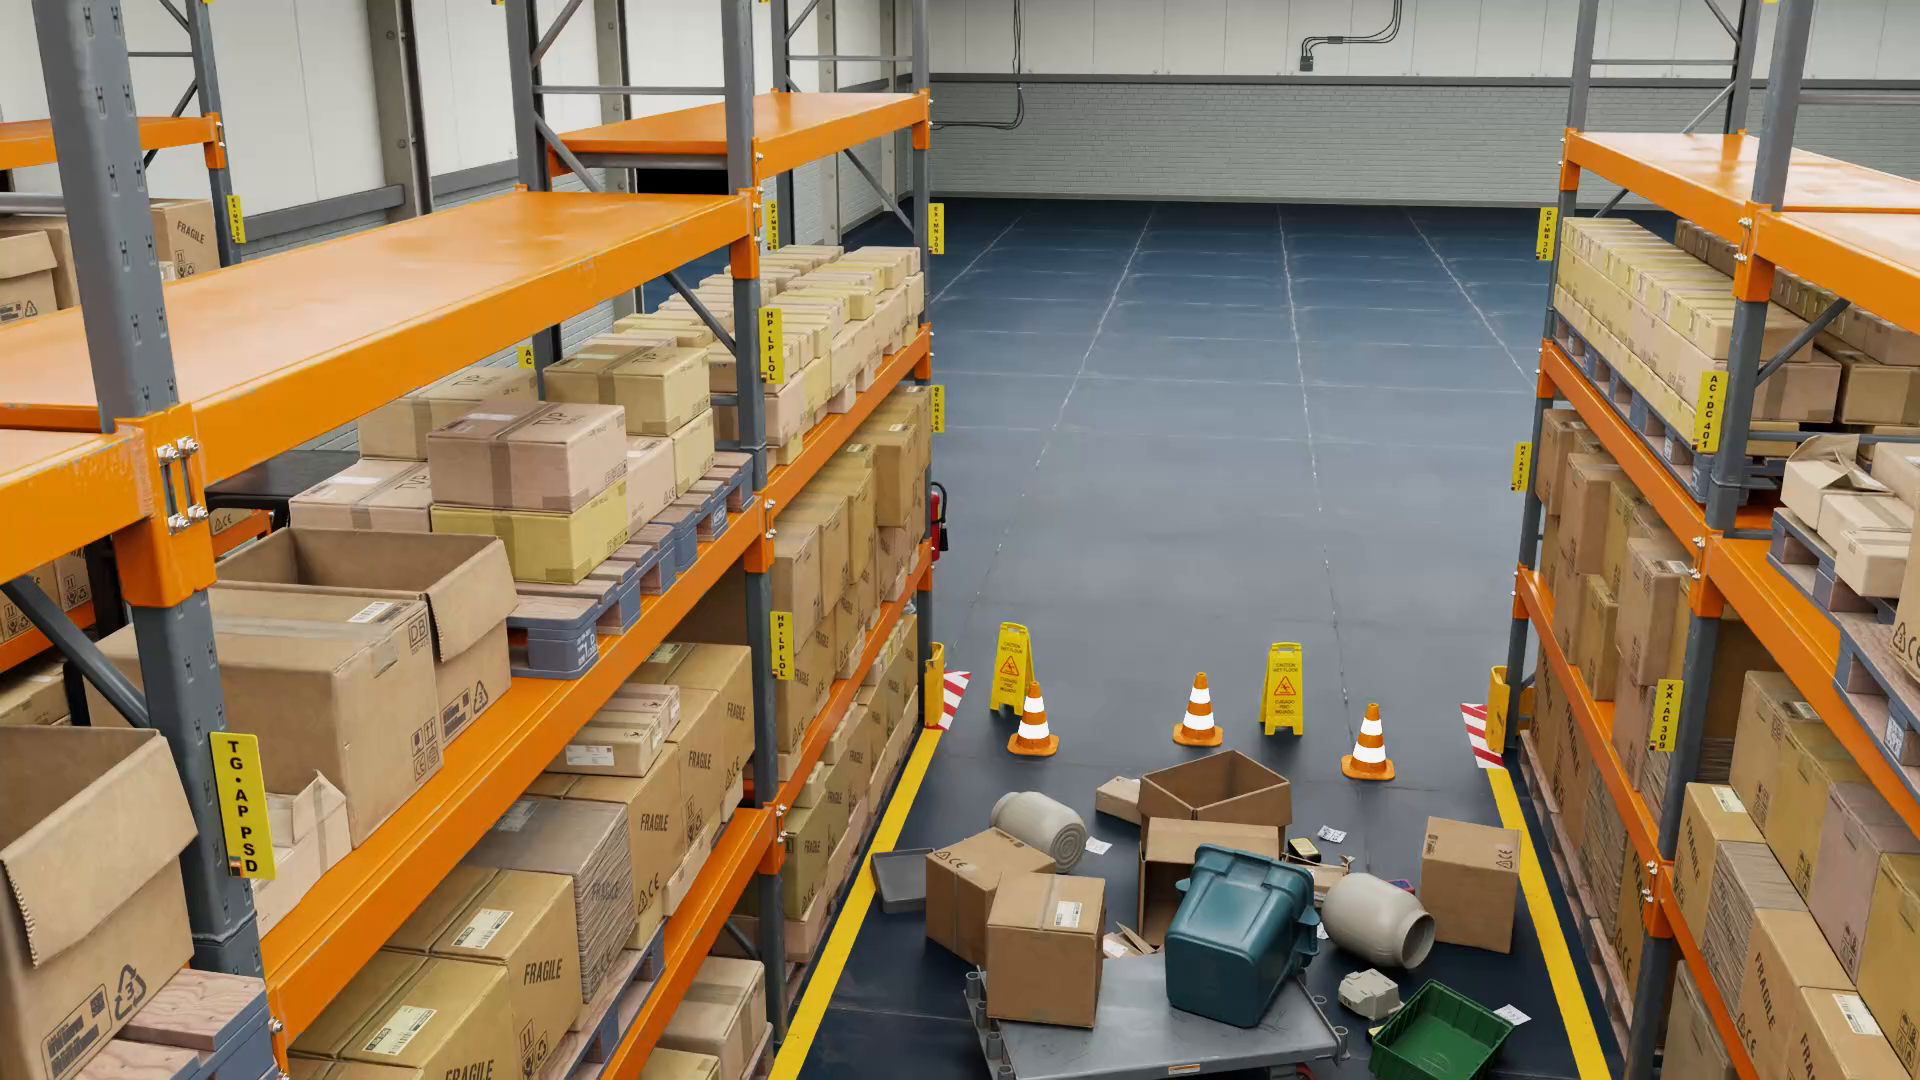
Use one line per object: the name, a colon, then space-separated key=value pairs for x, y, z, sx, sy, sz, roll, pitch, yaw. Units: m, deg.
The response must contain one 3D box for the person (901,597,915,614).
person: x=-0.596 y=-0.178 z=13.622 sx=0.474 sy=1.661 sz=0.327 roll=3 pitch=18 yaw=10
